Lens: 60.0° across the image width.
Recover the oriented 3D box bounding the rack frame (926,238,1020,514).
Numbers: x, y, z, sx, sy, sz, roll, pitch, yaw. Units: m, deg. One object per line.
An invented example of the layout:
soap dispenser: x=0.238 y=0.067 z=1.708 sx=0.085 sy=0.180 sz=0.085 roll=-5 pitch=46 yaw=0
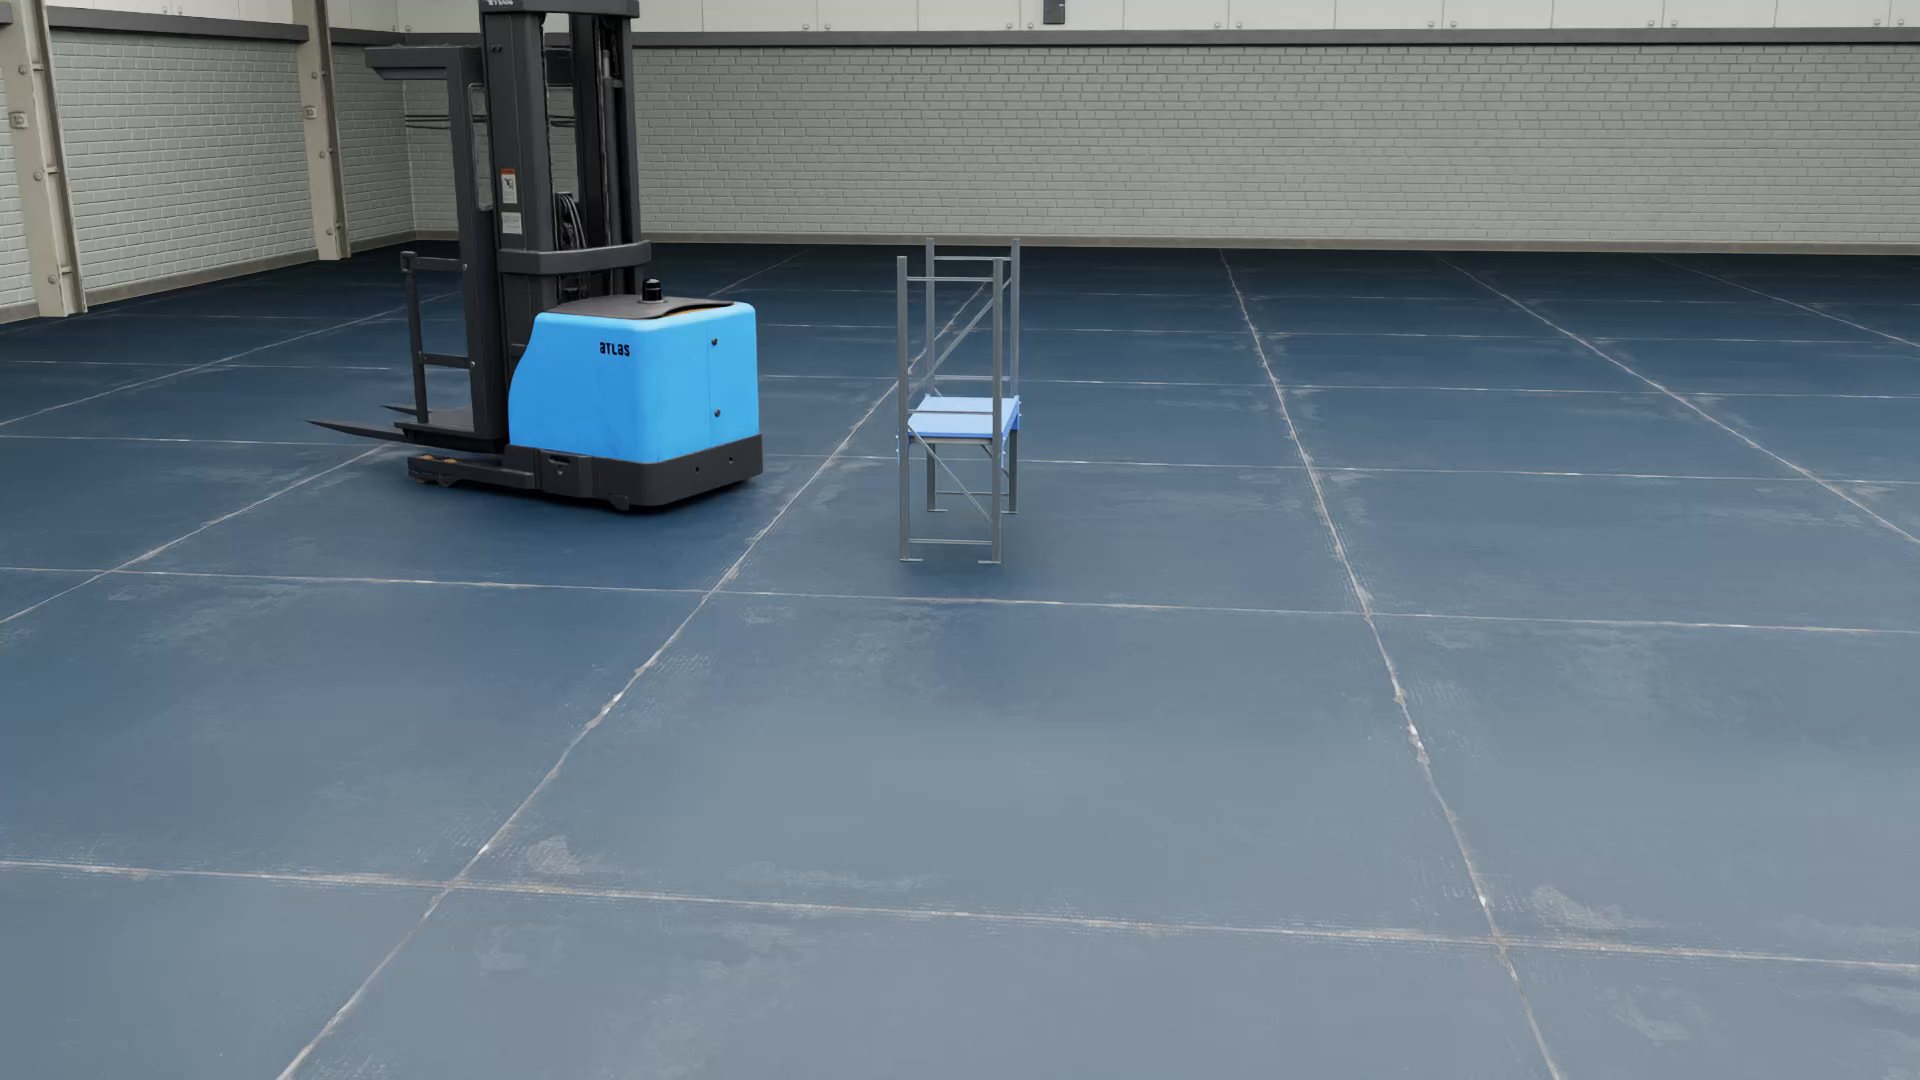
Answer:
rack frame: x=0.067 y=-0.878 z=9.036 sx=0.500 sy=1.500 sz=0.032 roll=2 pitch=15 yaw=6

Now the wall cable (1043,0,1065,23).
wall cable: x=2.355 y=-10.351 z=23.186 sx=2.305 sy=6.003 sz=0.169 roll=2 pitch=15 yaw=6

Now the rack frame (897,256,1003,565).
rack frame: x=-0.048 y=-0.614 z=8.061 sx=0.500 sy=1.500 sz=0.032 roll=2 pitch=15 yaw=6

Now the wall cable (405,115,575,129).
wall cable: x=-7.076 y=-7.494 z=25.084 sx=3.097 sy=2.526 sz=0.112 roll=2 pitch=15 yaw=6

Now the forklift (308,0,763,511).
forklift: x=-2.700 y=-1.837 z=9.840 sx=3.031 sy=2.935 sz=1.130 roll=9 pitch=17 yaw=29

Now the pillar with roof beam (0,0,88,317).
pillar with roof beam: x=-5.121 y=-6.584 z=15.773 sx=9.100 sy=9.000 sz=0.400 roll=2 pitch=15 yaw=6

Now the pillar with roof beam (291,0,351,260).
pillar with roof beam: x=-4.444 y=-8.141 z=21.528 sx=9.100 sy=9.000 sz=0.400 roll=2 pitch=15 yaw=6

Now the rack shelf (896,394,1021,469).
rack shelf: x=0.010 y=-0.572 z=8.595 sx=0.538 sy=0.185 sz=1.000 roll=2 pitch=15 yaw=6

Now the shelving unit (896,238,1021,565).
shelving unit: x=0.010 y=-0.746 z=8.548 sx=0.538 sy=1.500 sz=1.048 roll=2 pitch=15 yaw=6
